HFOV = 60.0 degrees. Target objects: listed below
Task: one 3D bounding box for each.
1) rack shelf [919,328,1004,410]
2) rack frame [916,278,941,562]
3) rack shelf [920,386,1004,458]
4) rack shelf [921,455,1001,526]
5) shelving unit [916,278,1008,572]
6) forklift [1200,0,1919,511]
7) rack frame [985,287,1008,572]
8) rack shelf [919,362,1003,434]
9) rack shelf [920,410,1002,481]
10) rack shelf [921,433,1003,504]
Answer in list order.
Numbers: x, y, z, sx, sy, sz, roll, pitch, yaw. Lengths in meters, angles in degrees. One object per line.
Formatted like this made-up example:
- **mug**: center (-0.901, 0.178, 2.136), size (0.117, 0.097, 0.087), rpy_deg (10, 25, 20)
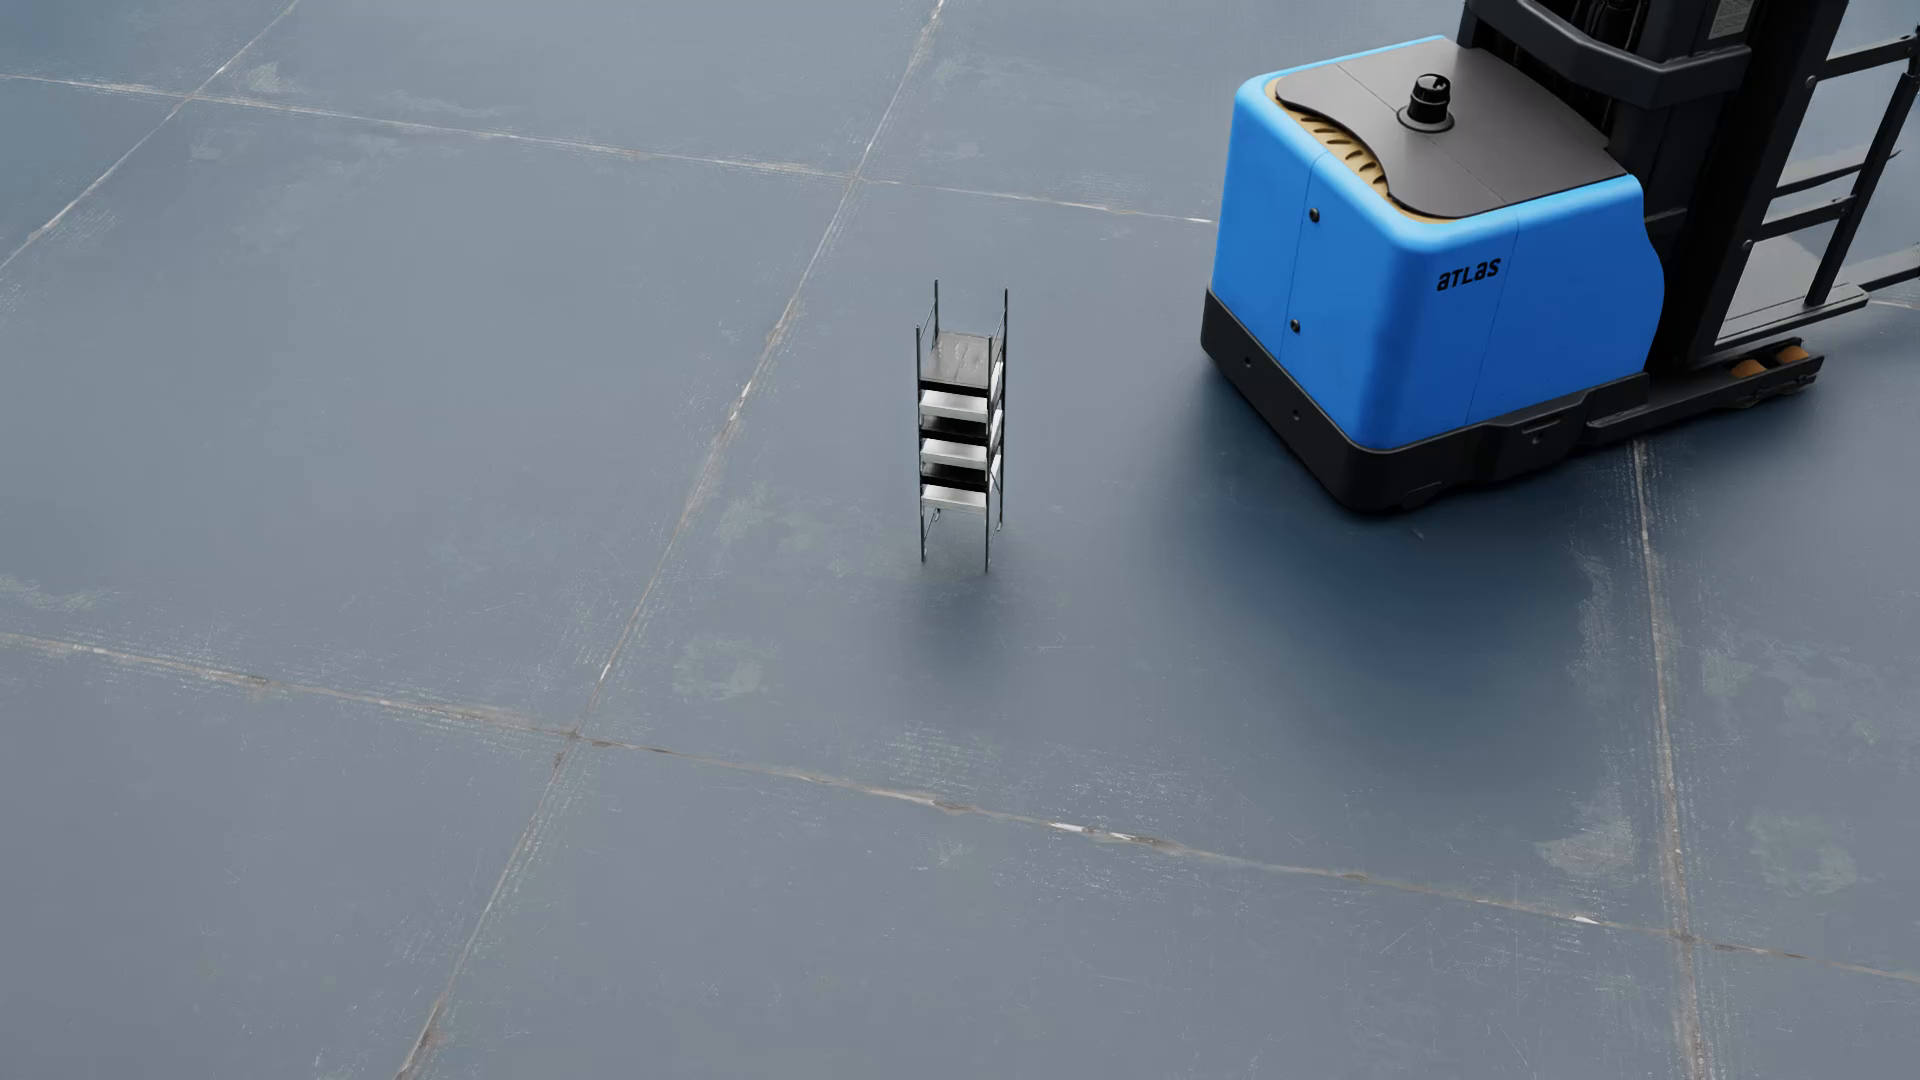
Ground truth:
- **rack shelf**: center (0.008, -0.493, 4.773), size (0.200, 0.077, 0.258), rpy_deg (9, 45, 9)
- **rack frame**: center (-0.091, -0.338, 4.953), size (0.006, 0.900, 0.240), rpy_deg (9, 45, 9)
- **rack shelf**: center (0.008, -0.364, 4.897), size (0.200, 0.077, 0.258), rpy_deg (9, 45, 9)
- **rack shelf**: center (0.008, -0.169, 5.085), size (0.200, 0.077, 0.258), rpy_deg (9, 45, 9)
- **shelving unit**: center (0.008, -0.323, 4.937), size (0.210, 0.900, 0.258), rpy_deg (9, 45, 9)
- **forklift**: center (2.412, -1.827, 5.035), size (3.031, 2.935, 1.130), rpy_deg (-17, 46, -17)
- **rack frame**: center (0.107, -0.308, 4.921), size (0.006, 0.900, 0.240), rpy_deg (9, 45, 9)
- **rack shelf**: center (0.008, -0.429, 4.835), size (0.200, 0.077, 0.258), rpy_deg (9, 45, 9)
- **rack shelf**: center (0.008, -0.299, 4.960), size (0.200, 0.077, 0.258), rpy_deg (9, 45, 9)
- **rack shelf**: center (0.008, -0.234, 5.022), size (0.200, 0.077, 0.258), rpy_deg (9, 45, 9)
